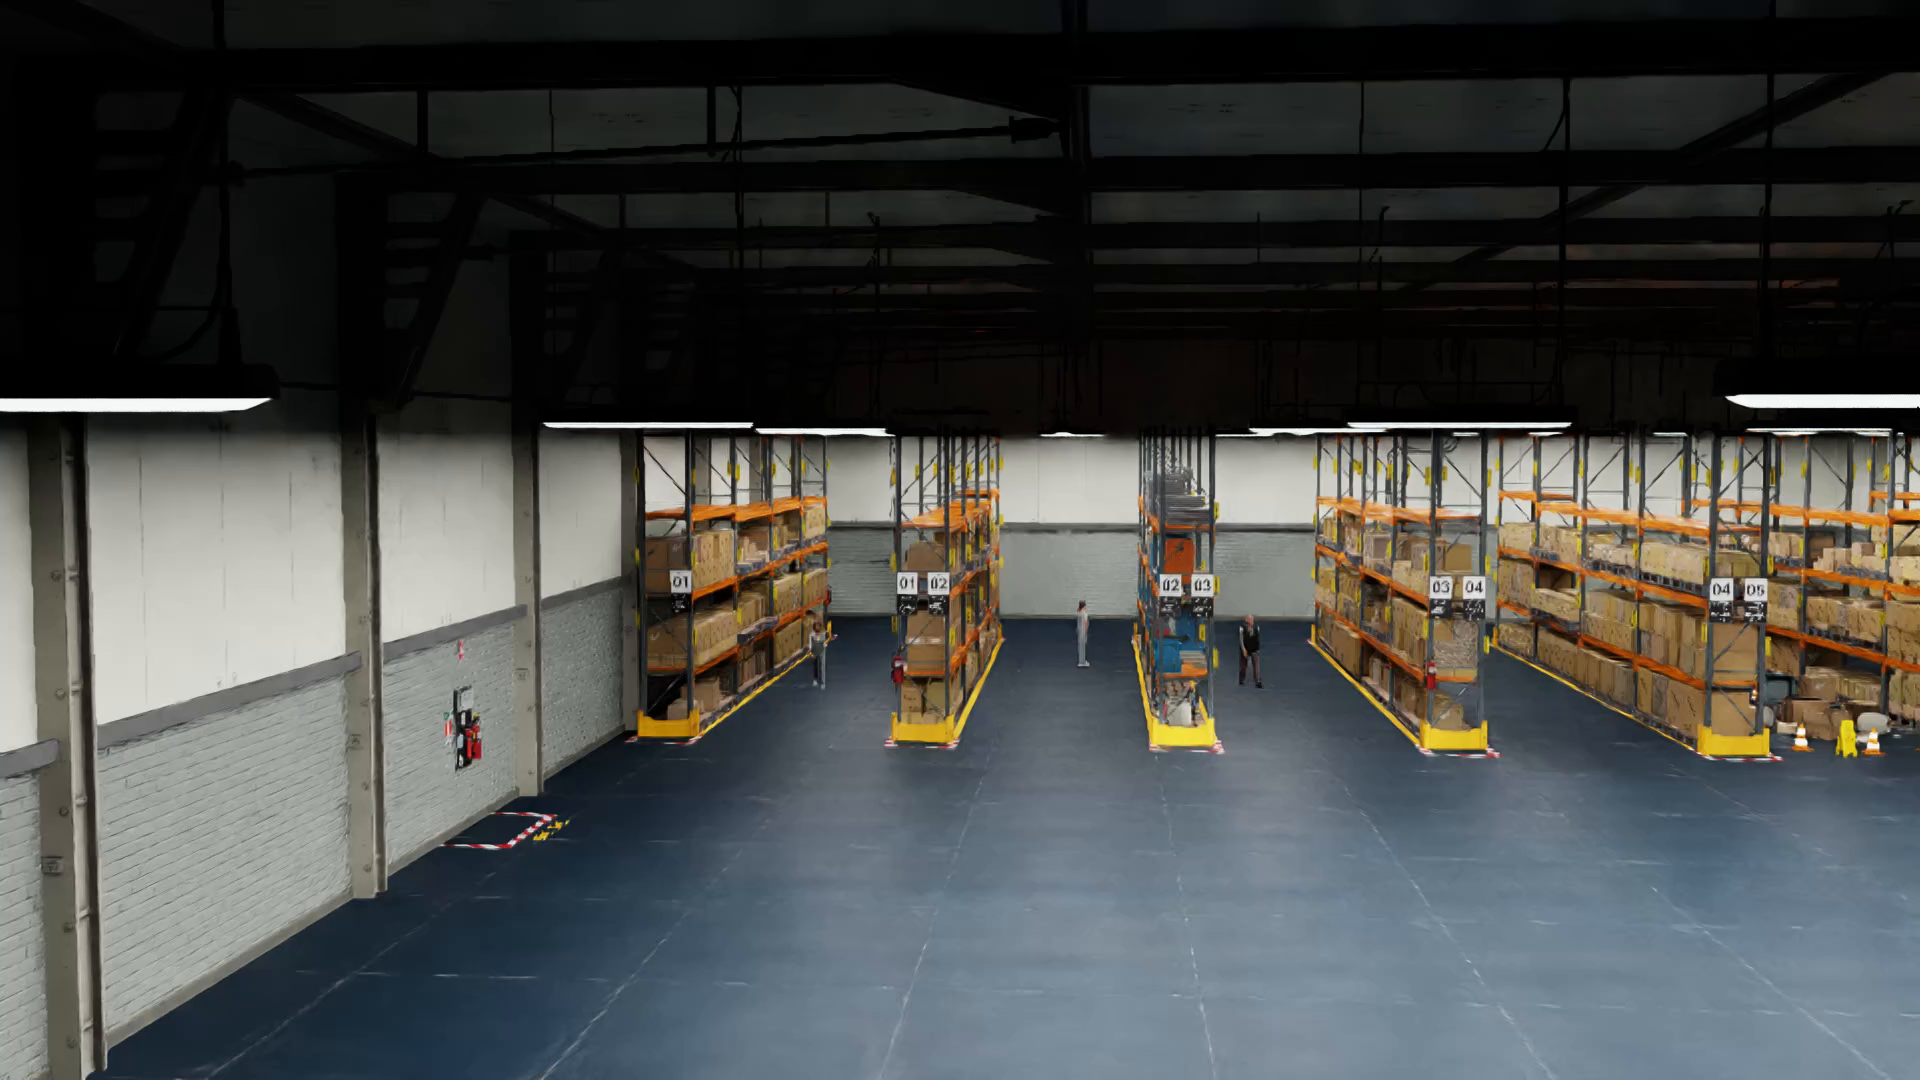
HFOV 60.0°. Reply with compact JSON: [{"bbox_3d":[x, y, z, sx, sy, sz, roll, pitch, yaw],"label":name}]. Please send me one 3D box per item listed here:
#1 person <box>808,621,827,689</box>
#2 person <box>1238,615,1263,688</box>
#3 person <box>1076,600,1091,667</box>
[{"bbox_3d":[-3.269,2.619,38.177,0.411,1.533,0.957,0,3,-4],"label":"person"},{"bbox_3d":[6.668,2.549,38.340,0.537,1.665,1.028,0,3,-4],"label":"person"},{"bbox_3d":[3.121,2.332,41.775,0.445,1.674,0.493,-1,4,-23],"label":"person"}]
